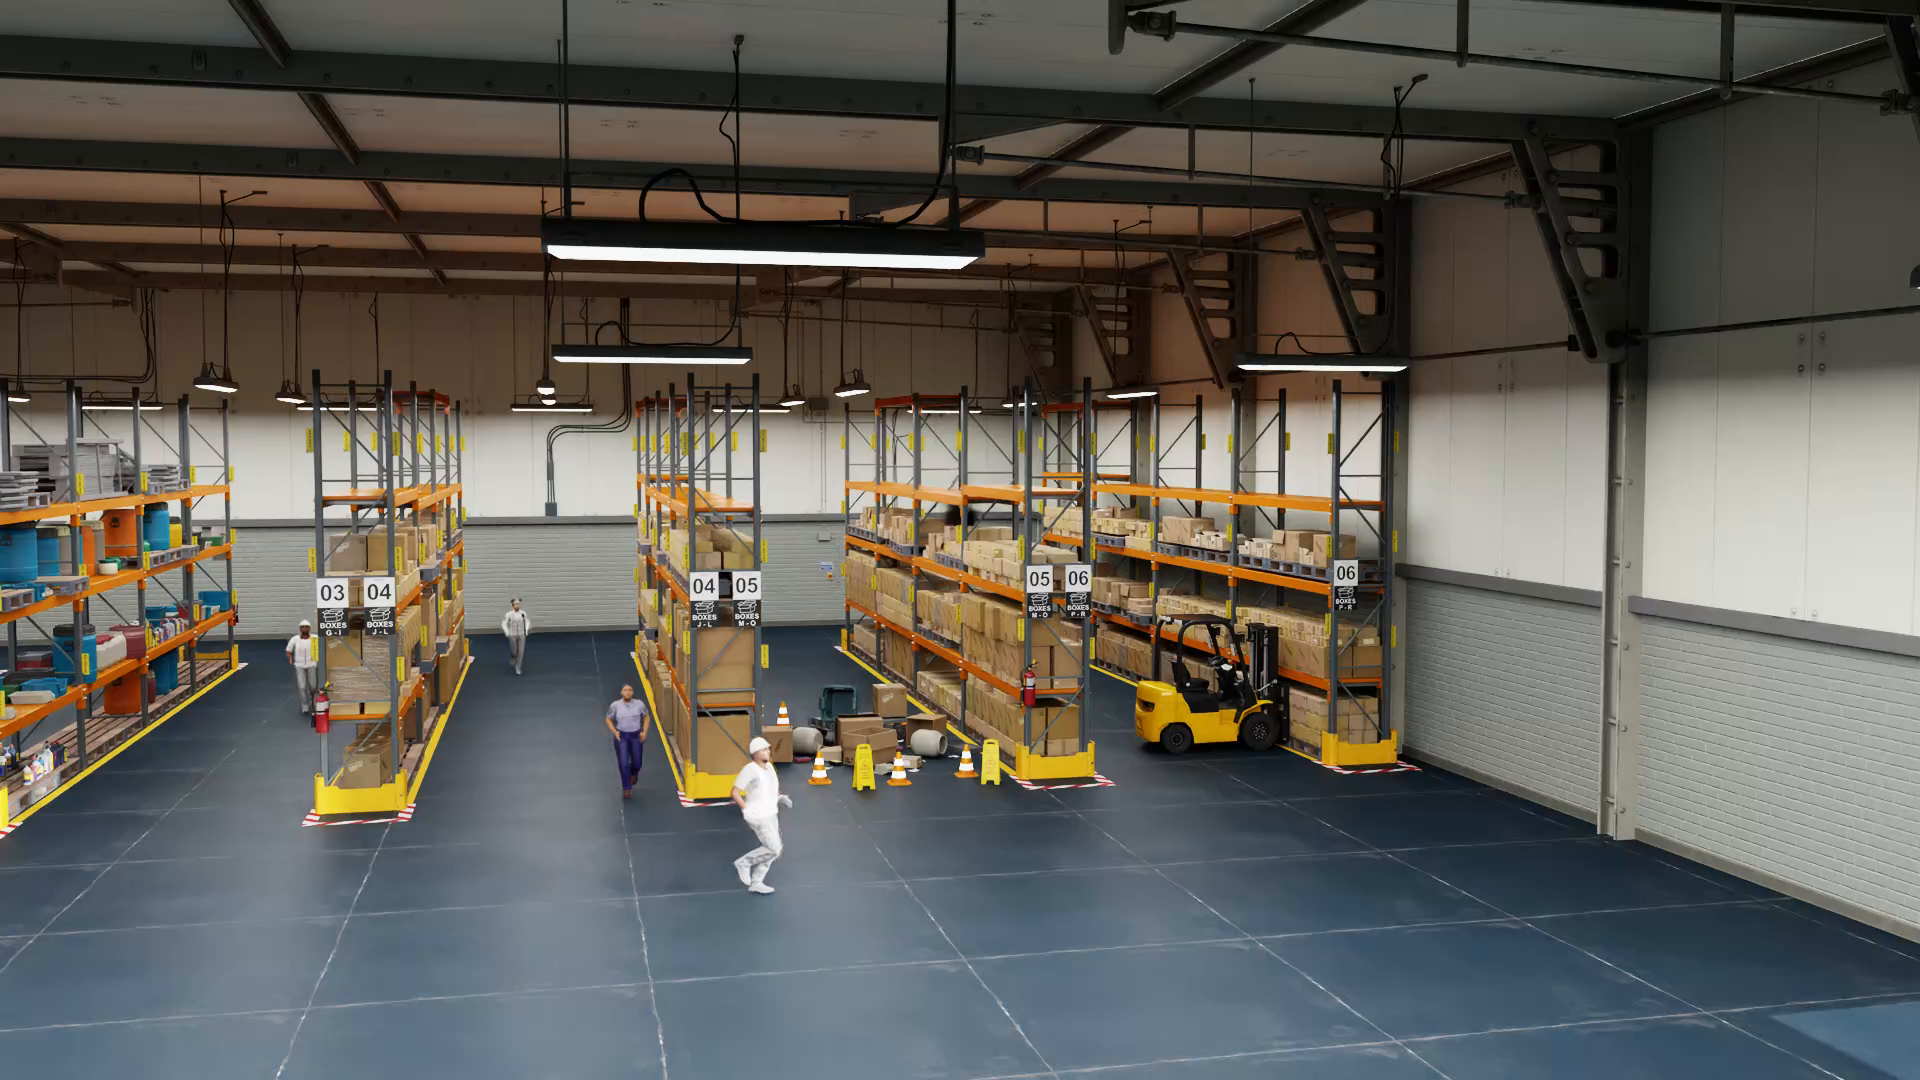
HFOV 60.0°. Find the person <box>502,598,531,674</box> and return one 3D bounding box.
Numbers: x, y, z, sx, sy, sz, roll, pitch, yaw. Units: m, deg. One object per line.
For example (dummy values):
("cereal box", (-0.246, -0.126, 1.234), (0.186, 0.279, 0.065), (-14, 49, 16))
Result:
("person", (-9.693, 2.086, 36.376), (0.620, 1.663, 0.643), (-1, 4, -24))

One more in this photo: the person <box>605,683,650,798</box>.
("person", (-4.739, 2.833, 23.741), (0.628, 1.607, 0.596), (-1, 3, -17))

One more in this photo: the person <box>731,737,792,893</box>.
("person", (-2.186, 3.065, 18.493), (0.594, 1.737, 0.691), (1, 3, 20))

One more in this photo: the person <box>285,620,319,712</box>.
("person", (-12.210, 2.350, 31.031), (0.696, 1.718, 0.605), (-1, 4, -21))
